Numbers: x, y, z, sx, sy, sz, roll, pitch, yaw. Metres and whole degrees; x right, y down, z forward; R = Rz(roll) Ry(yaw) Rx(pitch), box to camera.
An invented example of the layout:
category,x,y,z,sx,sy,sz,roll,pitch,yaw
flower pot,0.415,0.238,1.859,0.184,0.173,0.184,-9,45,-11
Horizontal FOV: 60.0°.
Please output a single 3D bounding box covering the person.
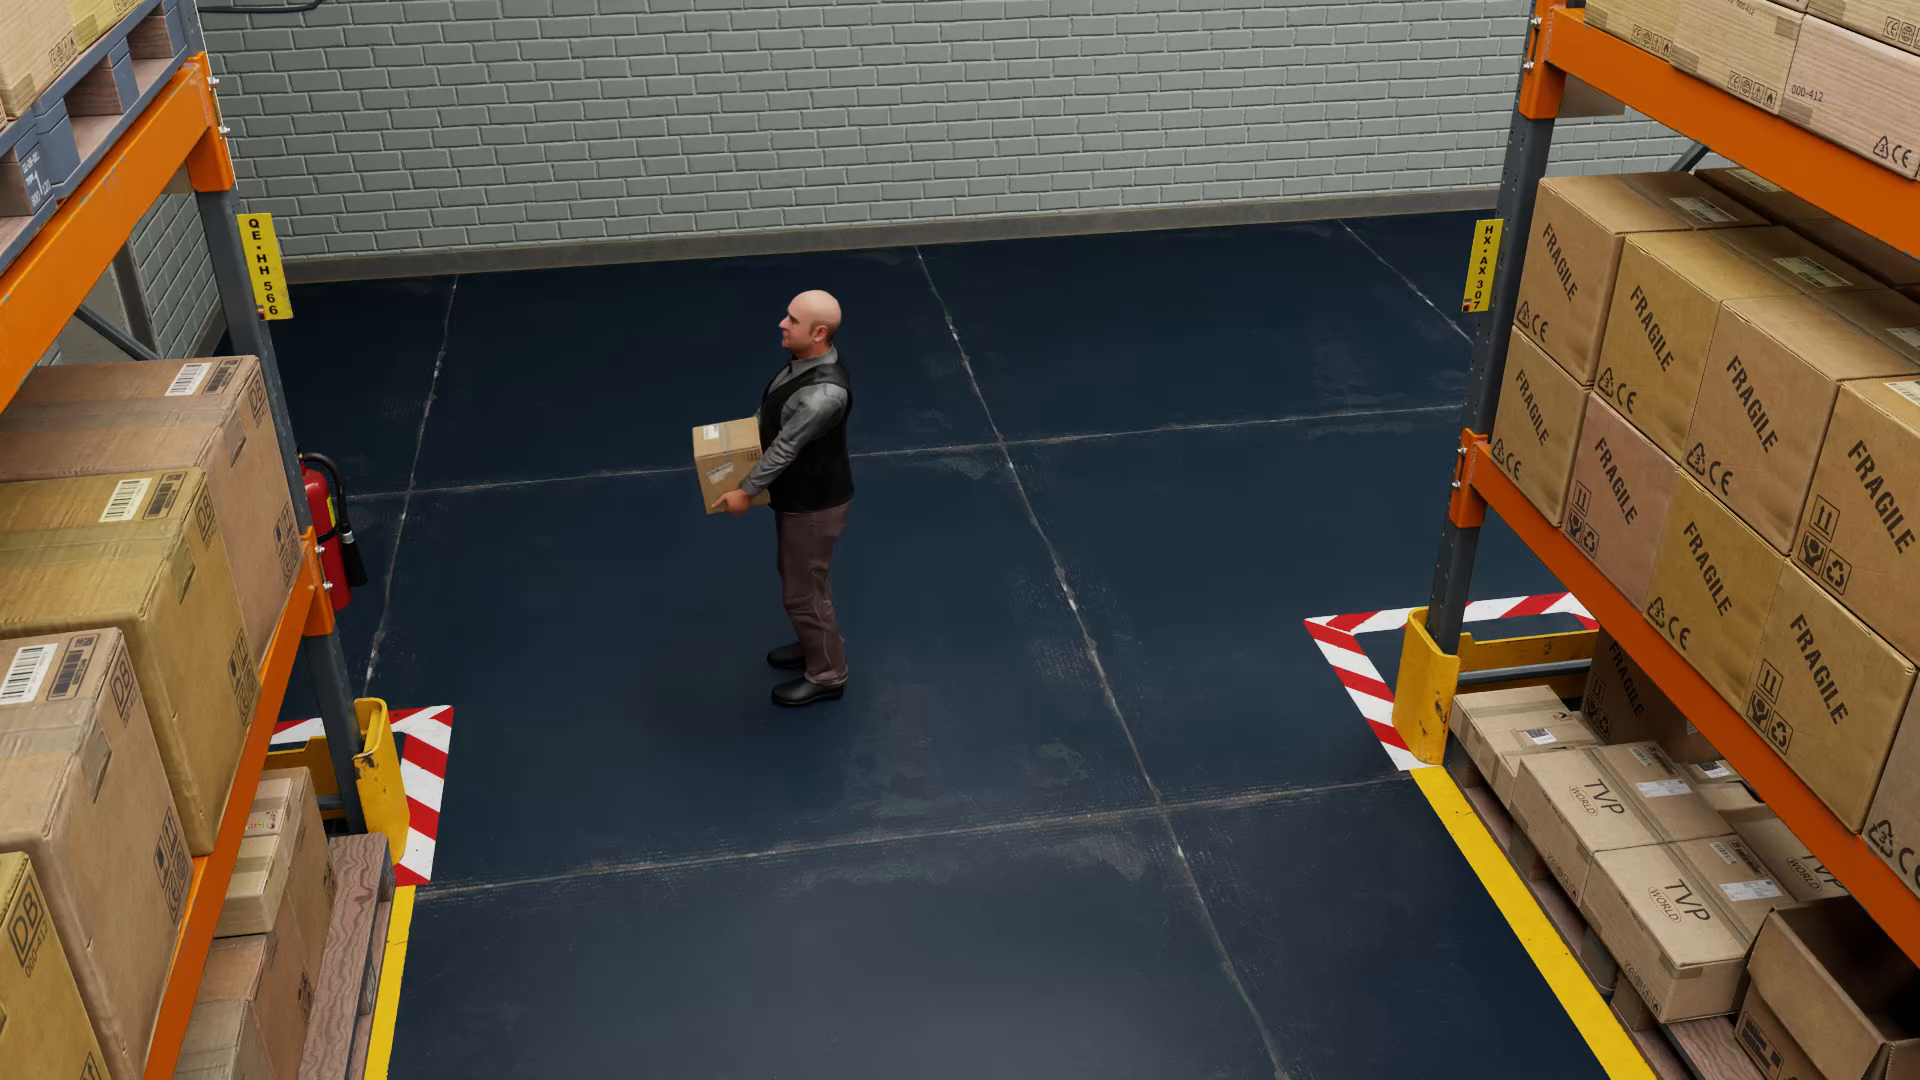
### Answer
category,x,y,z,sx,sy,sz,roll,pitch,yaw
person,-0.679,-0.149,6.418,0.551,1.711,0.494,-5,31,-8
